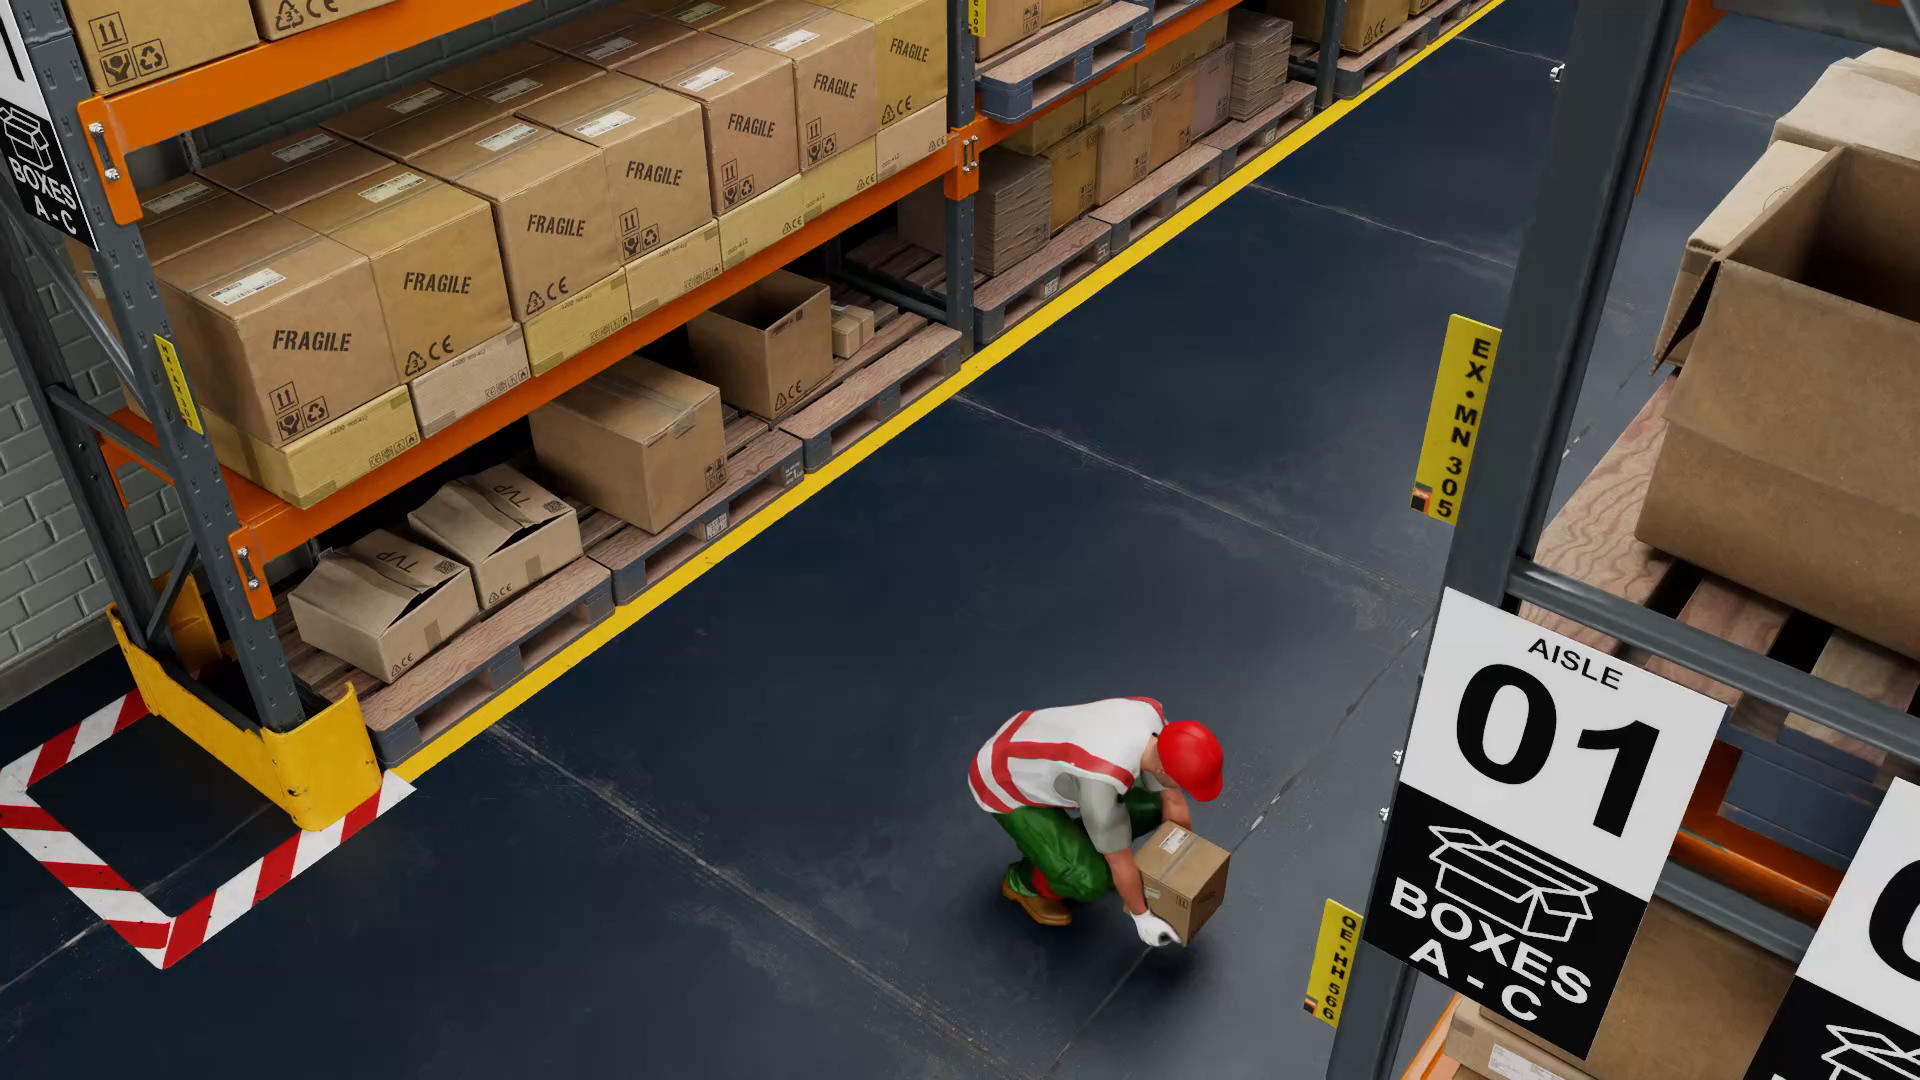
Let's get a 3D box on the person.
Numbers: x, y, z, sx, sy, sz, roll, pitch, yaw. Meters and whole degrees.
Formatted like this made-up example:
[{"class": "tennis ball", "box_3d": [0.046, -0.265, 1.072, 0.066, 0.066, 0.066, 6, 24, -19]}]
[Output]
[{"class": "person", "box_3d": [0.468, 0.895, 5.653, 0.895, 0.997, 0.542, 24, 45, 27]}]
